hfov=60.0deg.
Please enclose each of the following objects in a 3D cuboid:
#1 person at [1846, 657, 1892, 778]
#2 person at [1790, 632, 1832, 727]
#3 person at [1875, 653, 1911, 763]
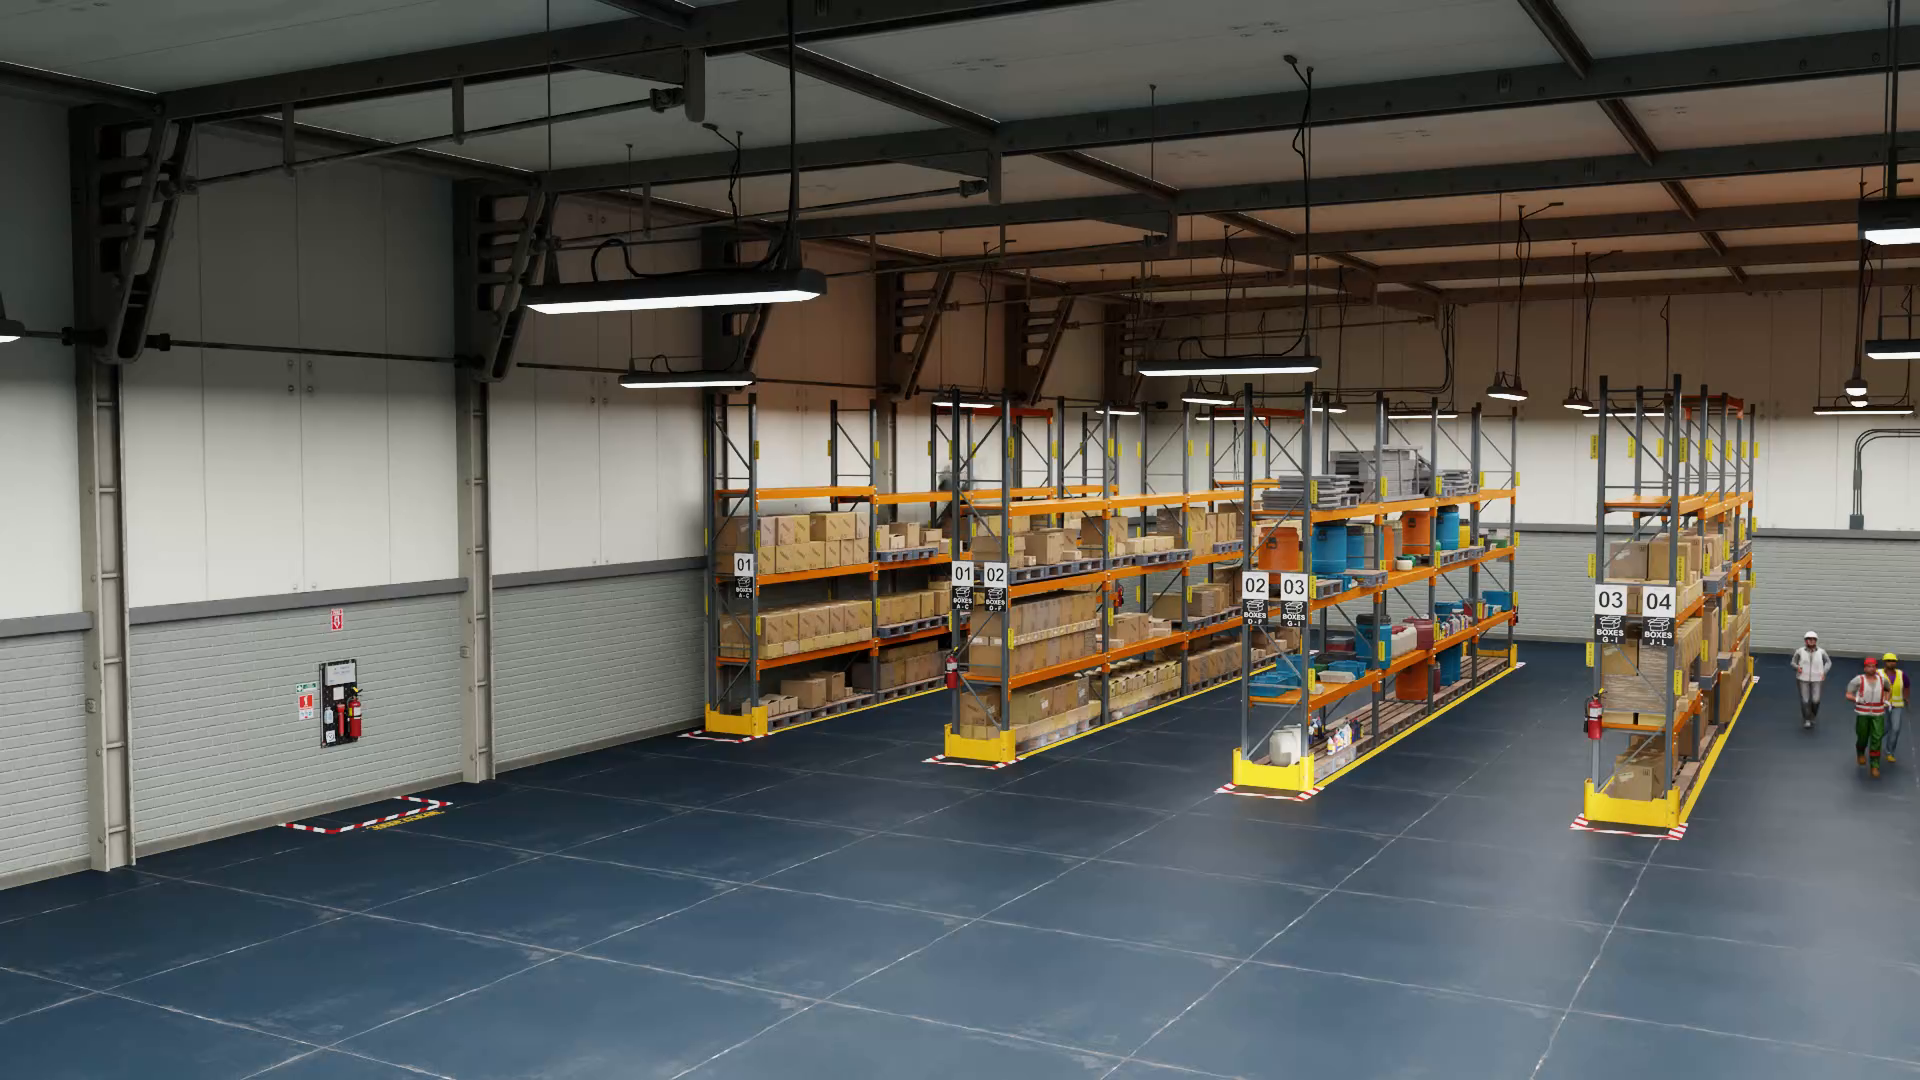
[{"bbox_3d":[14.022,2.700,25.640,0.656,1.786,0.987,1,3,20],"label":"person"},{"bbox_3d":[15.307,2.518,29.919,0.668,1.733,0.569,1,3,25],"label":"person"},{"bbox_3d":[15.032,2.692,26.931,0.698,1.743,0.778,1,3,16],"label":"person"}]
